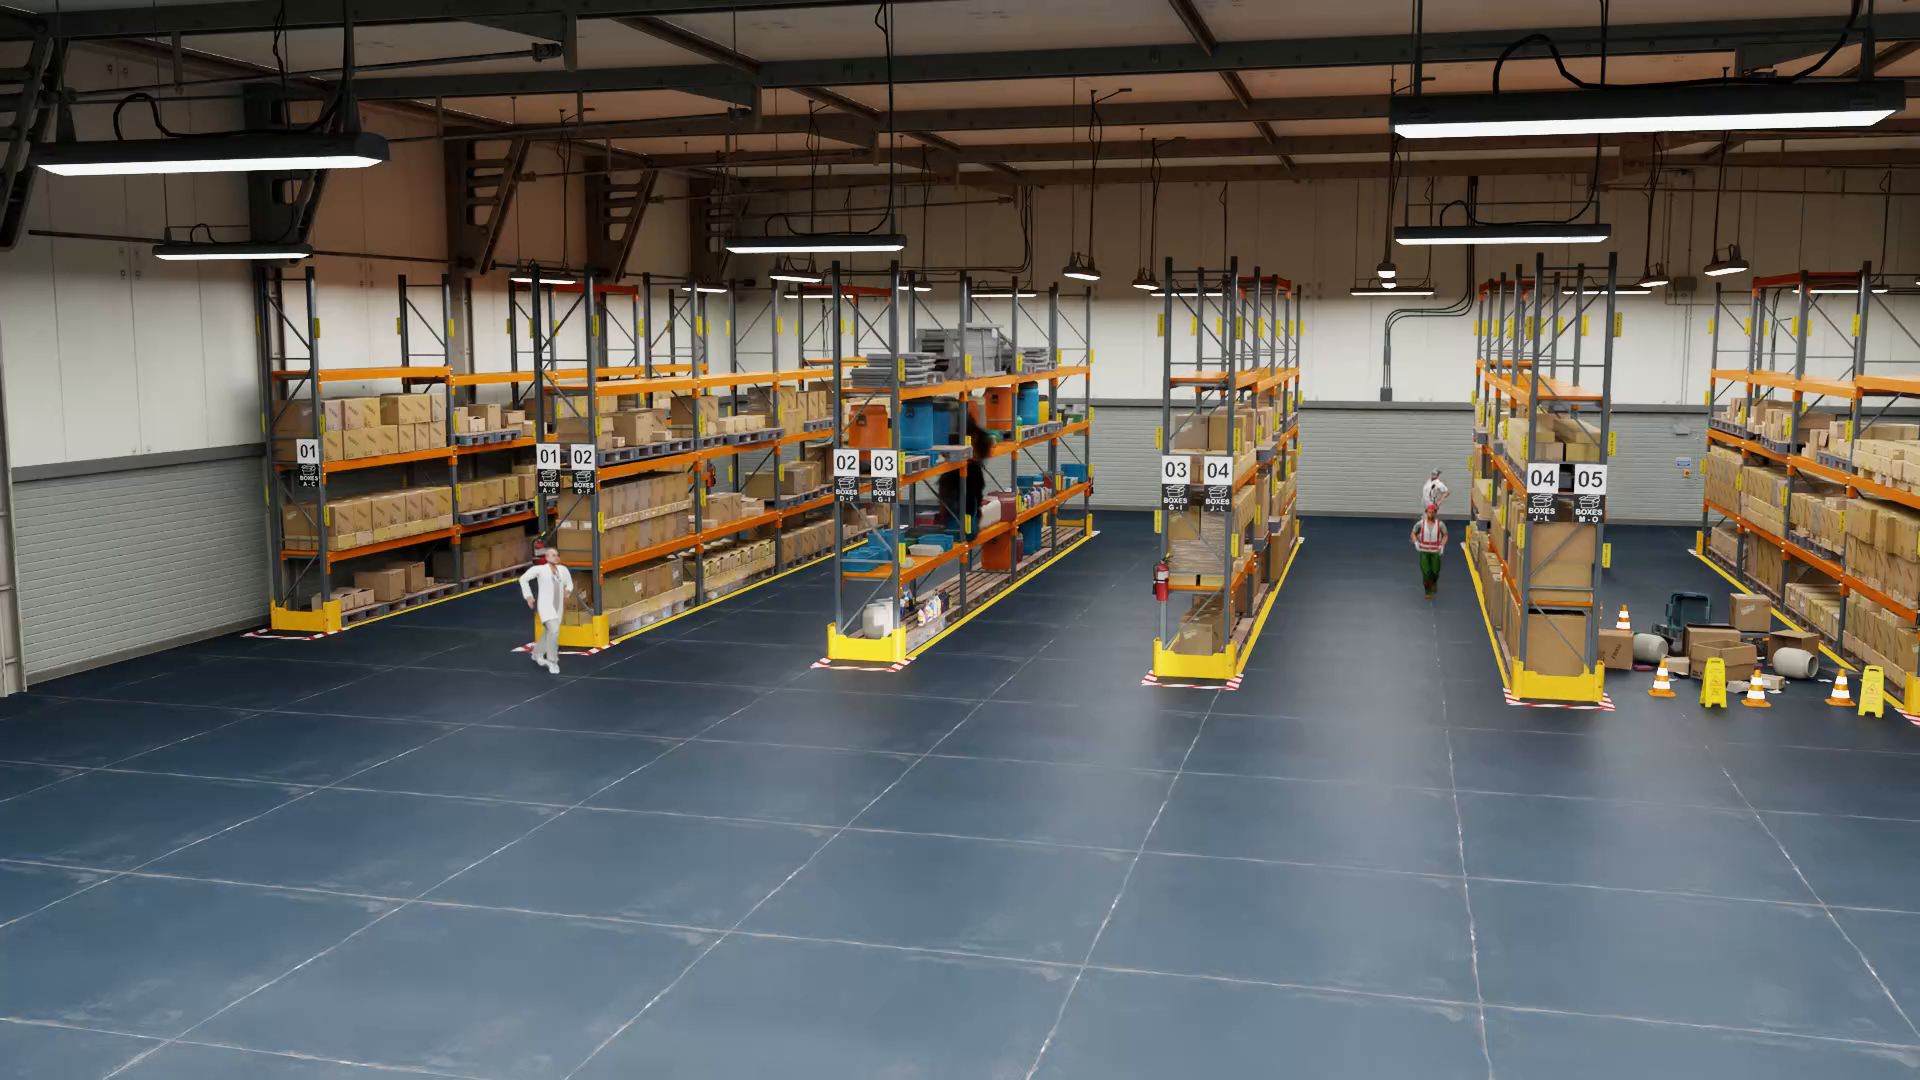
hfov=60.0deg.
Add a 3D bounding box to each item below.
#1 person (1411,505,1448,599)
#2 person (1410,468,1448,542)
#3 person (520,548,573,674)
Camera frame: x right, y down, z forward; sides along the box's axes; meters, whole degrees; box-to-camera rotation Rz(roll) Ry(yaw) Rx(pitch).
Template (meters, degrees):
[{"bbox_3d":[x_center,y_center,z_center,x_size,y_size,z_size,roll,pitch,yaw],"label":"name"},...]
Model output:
[{"bbox_3d":[8.725,0.213,30.952,0.666,1.751,0.550,2,7,15],"label":"person"},{"bbox_3d":[11.065,-0.825,39.057,0.877,1.755,0.716,-2,8,-18],"label":"person"},{"bbox_3d":[-6.052,1.034,24.529,0.807,1.838,0.705,5,9,37],"label":"person"}]
